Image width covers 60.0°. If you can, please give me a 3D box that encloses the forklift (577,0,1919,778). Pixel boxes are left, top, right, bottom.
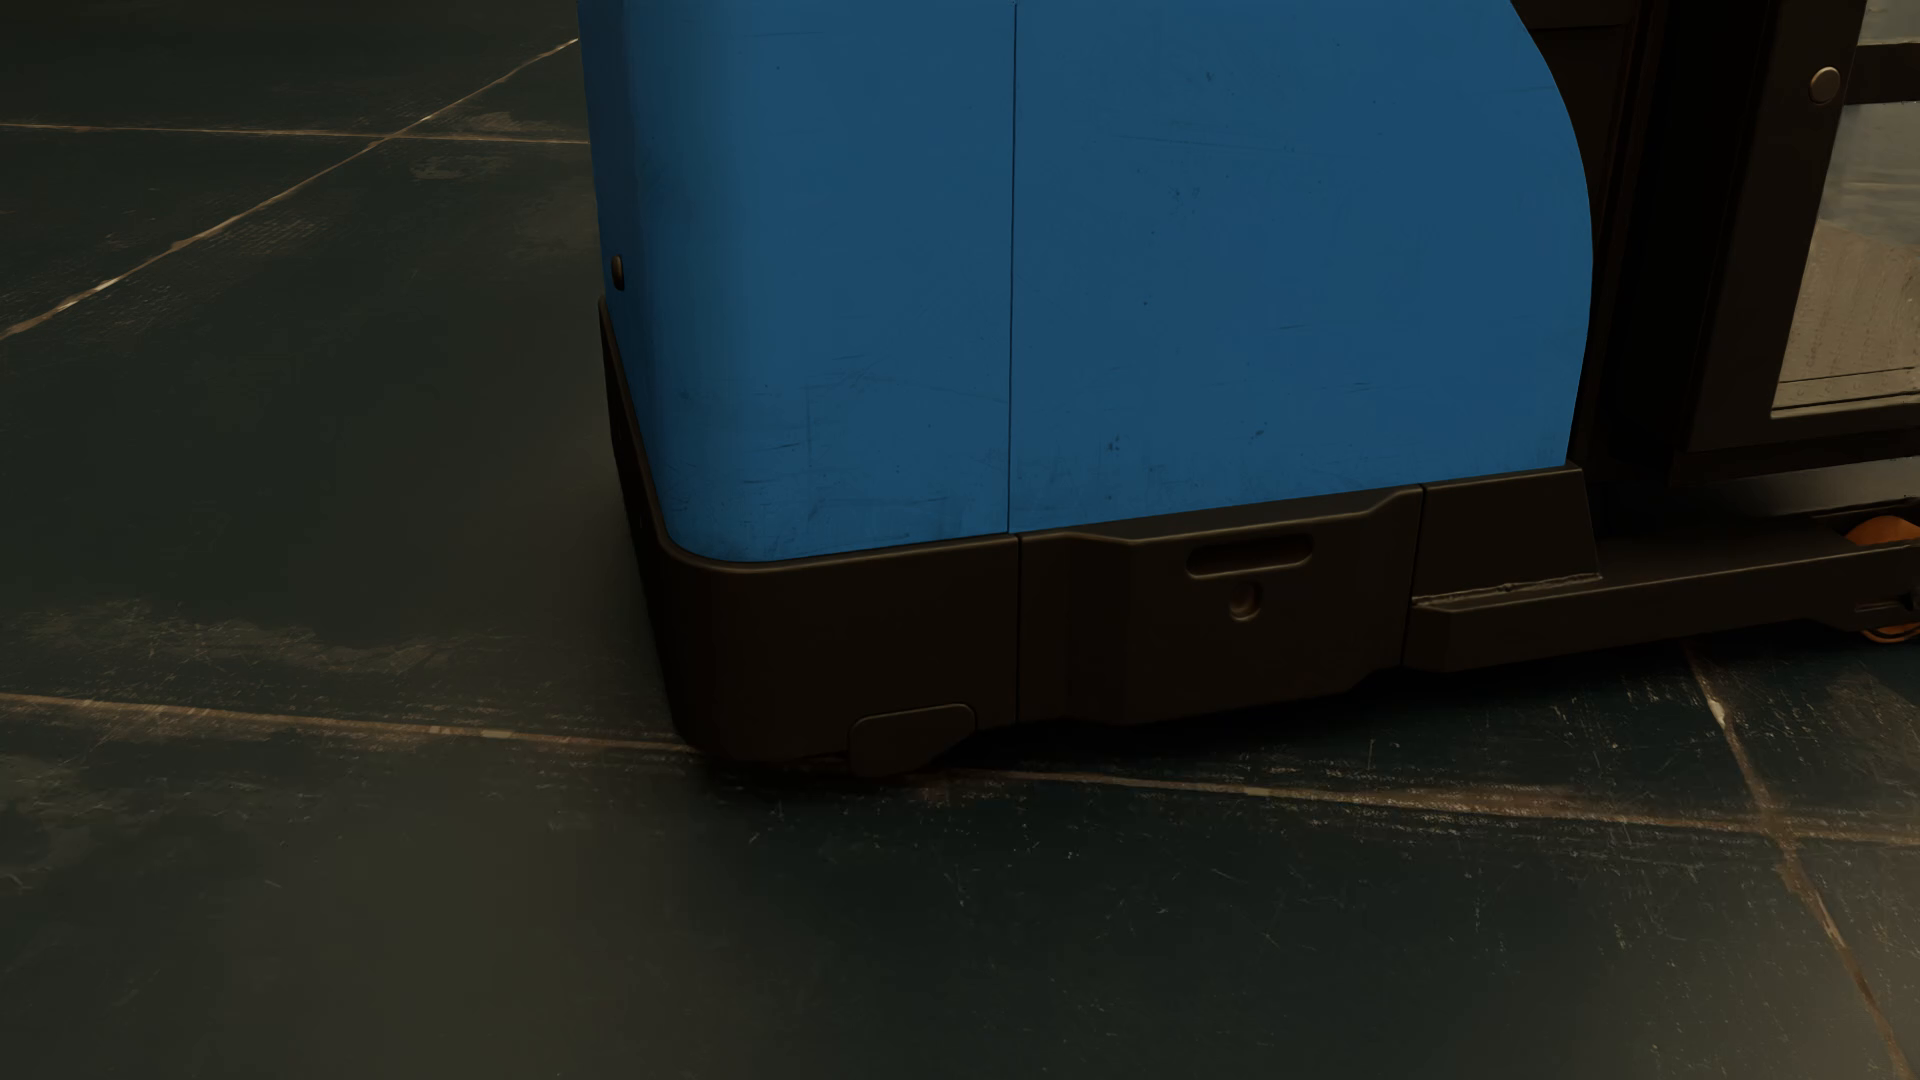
[{"bbox_3d":[1.022,-1.394,2.011,3.031,2.935,1.130,-7,27,-14],"label":"forklift"}]
